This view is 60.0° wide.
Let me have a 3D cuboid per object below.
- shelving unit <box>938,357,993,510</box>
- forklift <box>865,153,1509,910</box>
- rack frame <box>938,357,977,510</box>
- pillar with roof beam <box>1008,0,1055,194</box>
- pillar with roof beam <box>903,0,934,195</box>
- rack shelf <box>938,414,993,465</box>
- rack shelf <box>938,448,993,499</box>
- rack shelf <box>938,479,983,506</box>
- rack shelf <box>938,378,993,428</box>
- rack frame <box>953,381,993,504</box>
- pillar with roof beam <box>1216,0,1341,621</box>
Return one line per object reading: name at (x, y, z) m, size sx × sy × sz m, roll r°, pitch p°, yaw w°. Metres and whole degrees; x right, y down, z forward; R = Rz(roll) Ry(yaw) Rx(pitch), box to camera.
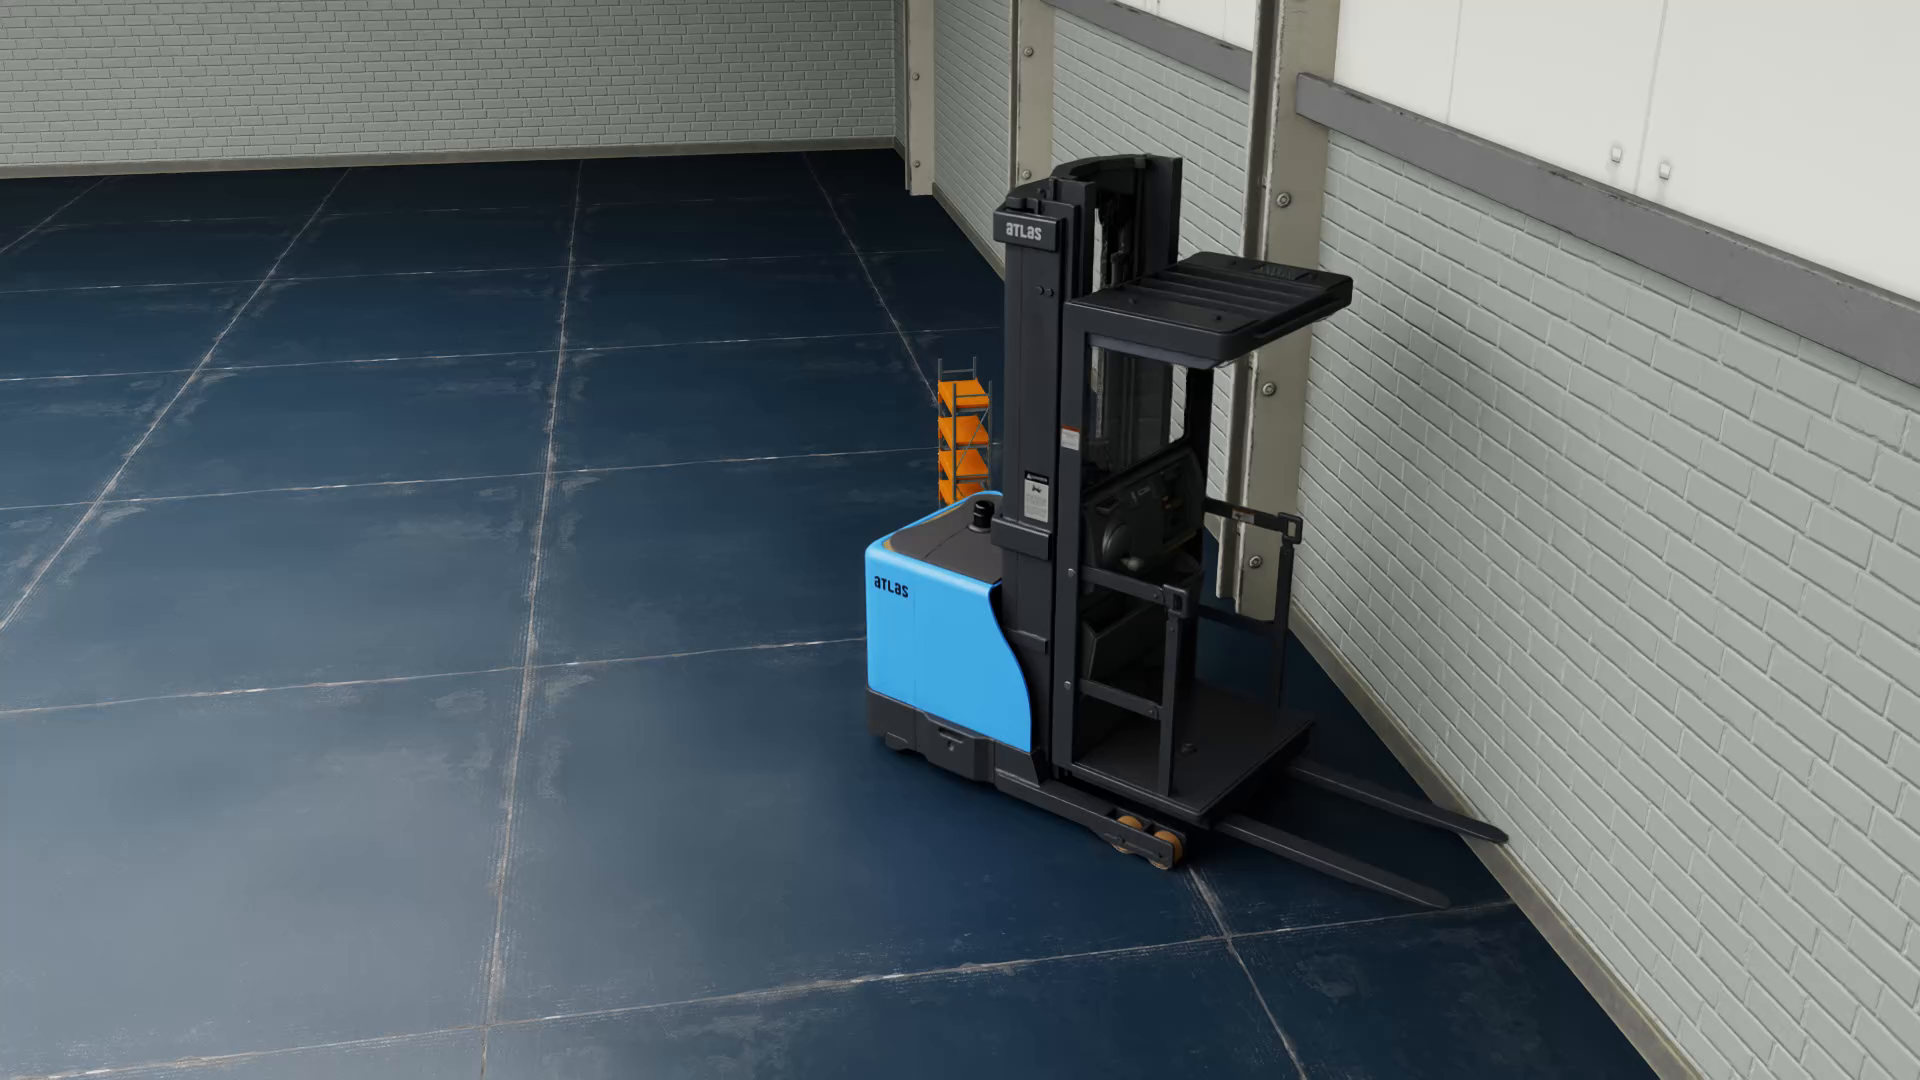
shelving unit at (0.031, -0.485, 10.361) m, size 0.258 × 1.200 × 0.503 m, roll -4°, pitch 24°, yaw -10°
forklift at (0.997, -0.120, 7.362) m, size 3.031 × 2.935 × 1.130 m, roll 18°, pitch 29°, yaw 35°
rack frame at (-0.015, -0.581, 10.581) m, size 0.240 × 1.200 × 0.015 m, roll -4°, pitch 24°, yaw -10°
pillar with roof beam at (-3.615, -5.774, 12.726) m, size 9.100 × 9.000 × 0.400 m, roll -4°, pitch 24°, yaw -10°
pillar with roof beam at (-4.725, -8.134, 18.130) m, size 9.100 × 9.000 × 0.400 m, roll -4°, pitch 24°, yaw -10°
rack shelf at (0.031, -0.628, 10.298) m, size 0.258 × 0.148 × 0.480 m, roll -4°, pitch 24°, yaw -10°
rack shelf at (0.031, -0.423, 10.388) m, size 0.258 × 0.148 × 0.480 m, roll -4°, pitch 24°, yaw -10°
rack shelf at (0.031, -0.241, 10.467) m, size 0.258 × 0.148 × 0.480 m, roll -4°, pitch 24°, yaw -10°
rack shelf at (0.031, -0.845, 10.204) m, size 0.258 × 0.148 × 0.480 m, roll -4°, pitch 24°, yaw -10°
rack frame at (0.076, -0.389, 10.141) m, size 0.240 × 1.200 × 0.015 m, roll -4°, pitch 24°, yaw -10°
pillar with roof beam at (-2.506, -3.414, 7.323) m, size 9.100 × 9.000 × 0.400 m, roll -4°, pitch 24°, yaw -10°
